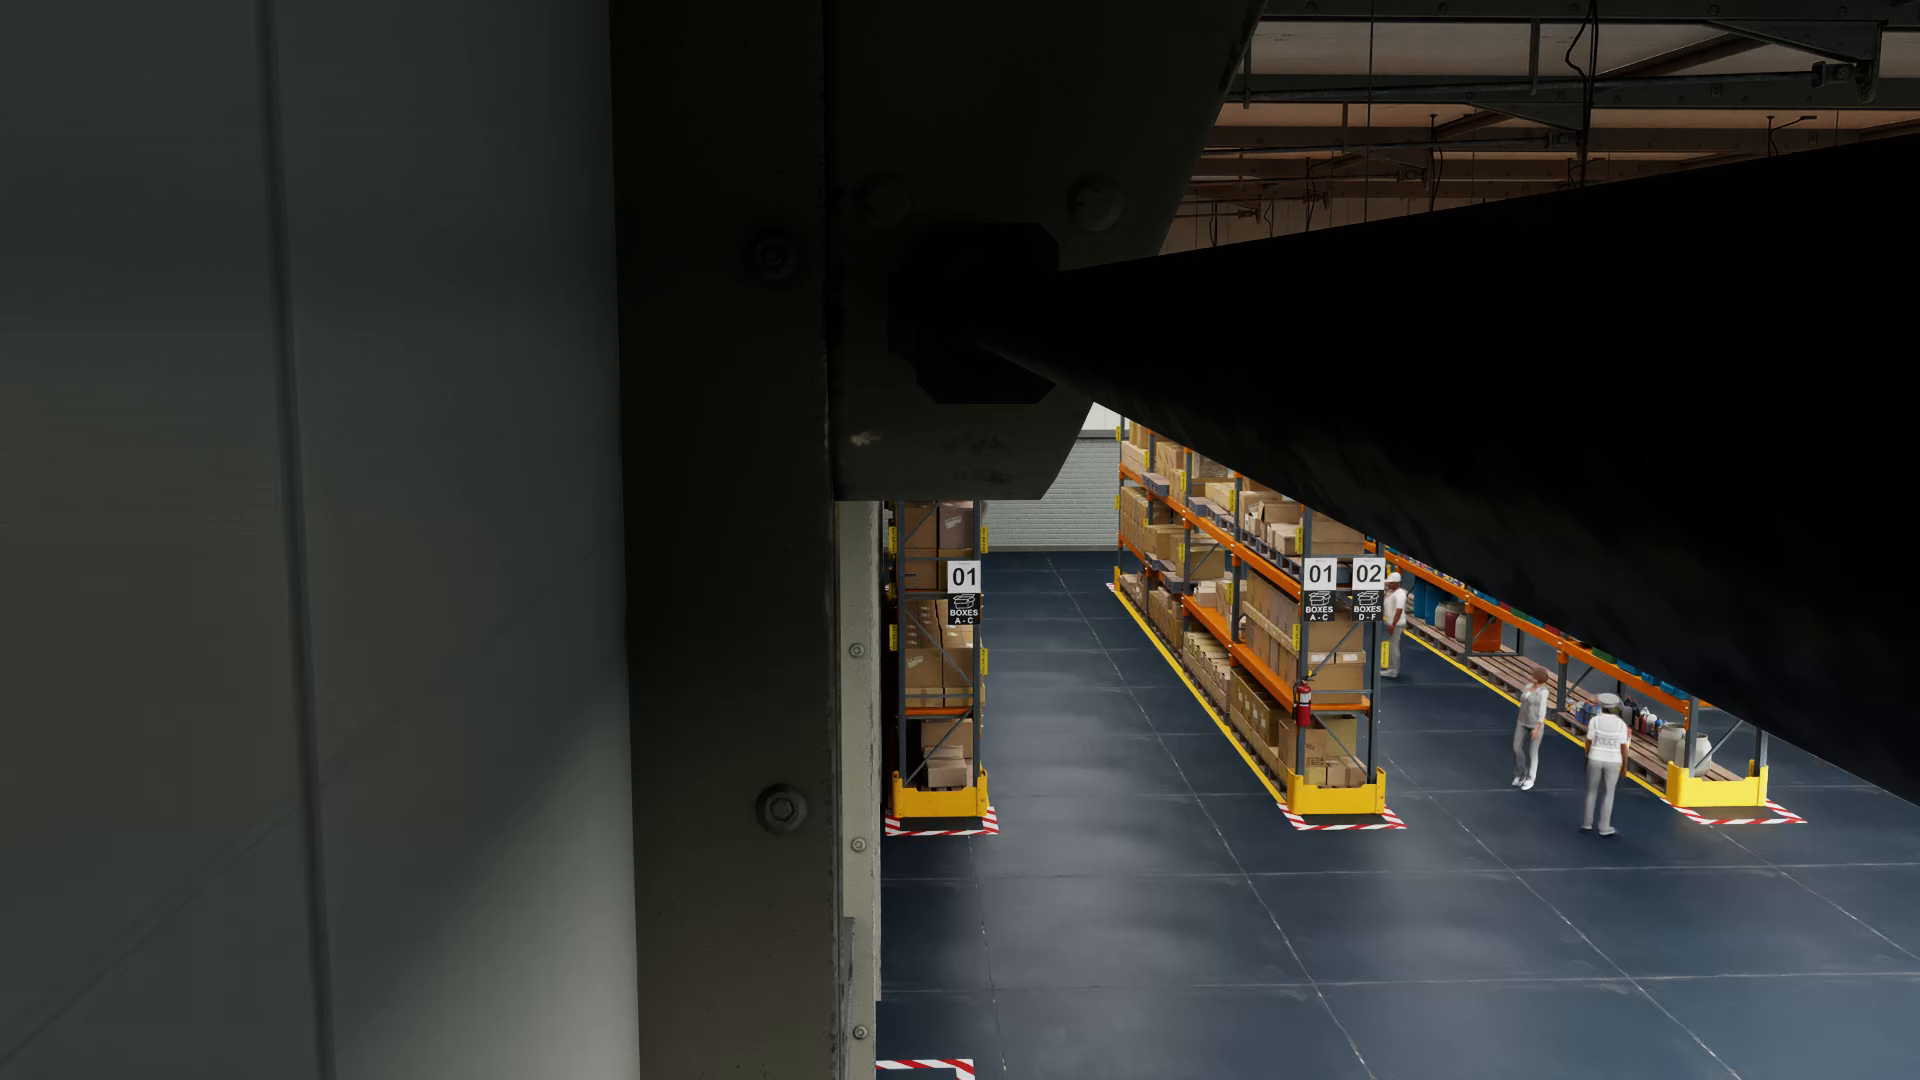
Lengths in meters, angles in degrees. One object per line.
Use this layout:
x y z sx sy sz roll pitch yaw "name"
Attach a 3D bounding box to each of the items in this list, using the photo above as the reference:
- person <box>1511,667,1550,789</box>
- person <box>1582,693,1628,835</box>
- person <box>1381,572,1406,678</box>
7.433 2.461 21.662 0.416 1.627 0.431 -7 11 -41 "person"
7.690 2.669 19.809 0.479 1.699 0.426 4 9 26 "person"
7.276 1.424 28.013 0.408 1.776 0.582 0 8 1 "person"
